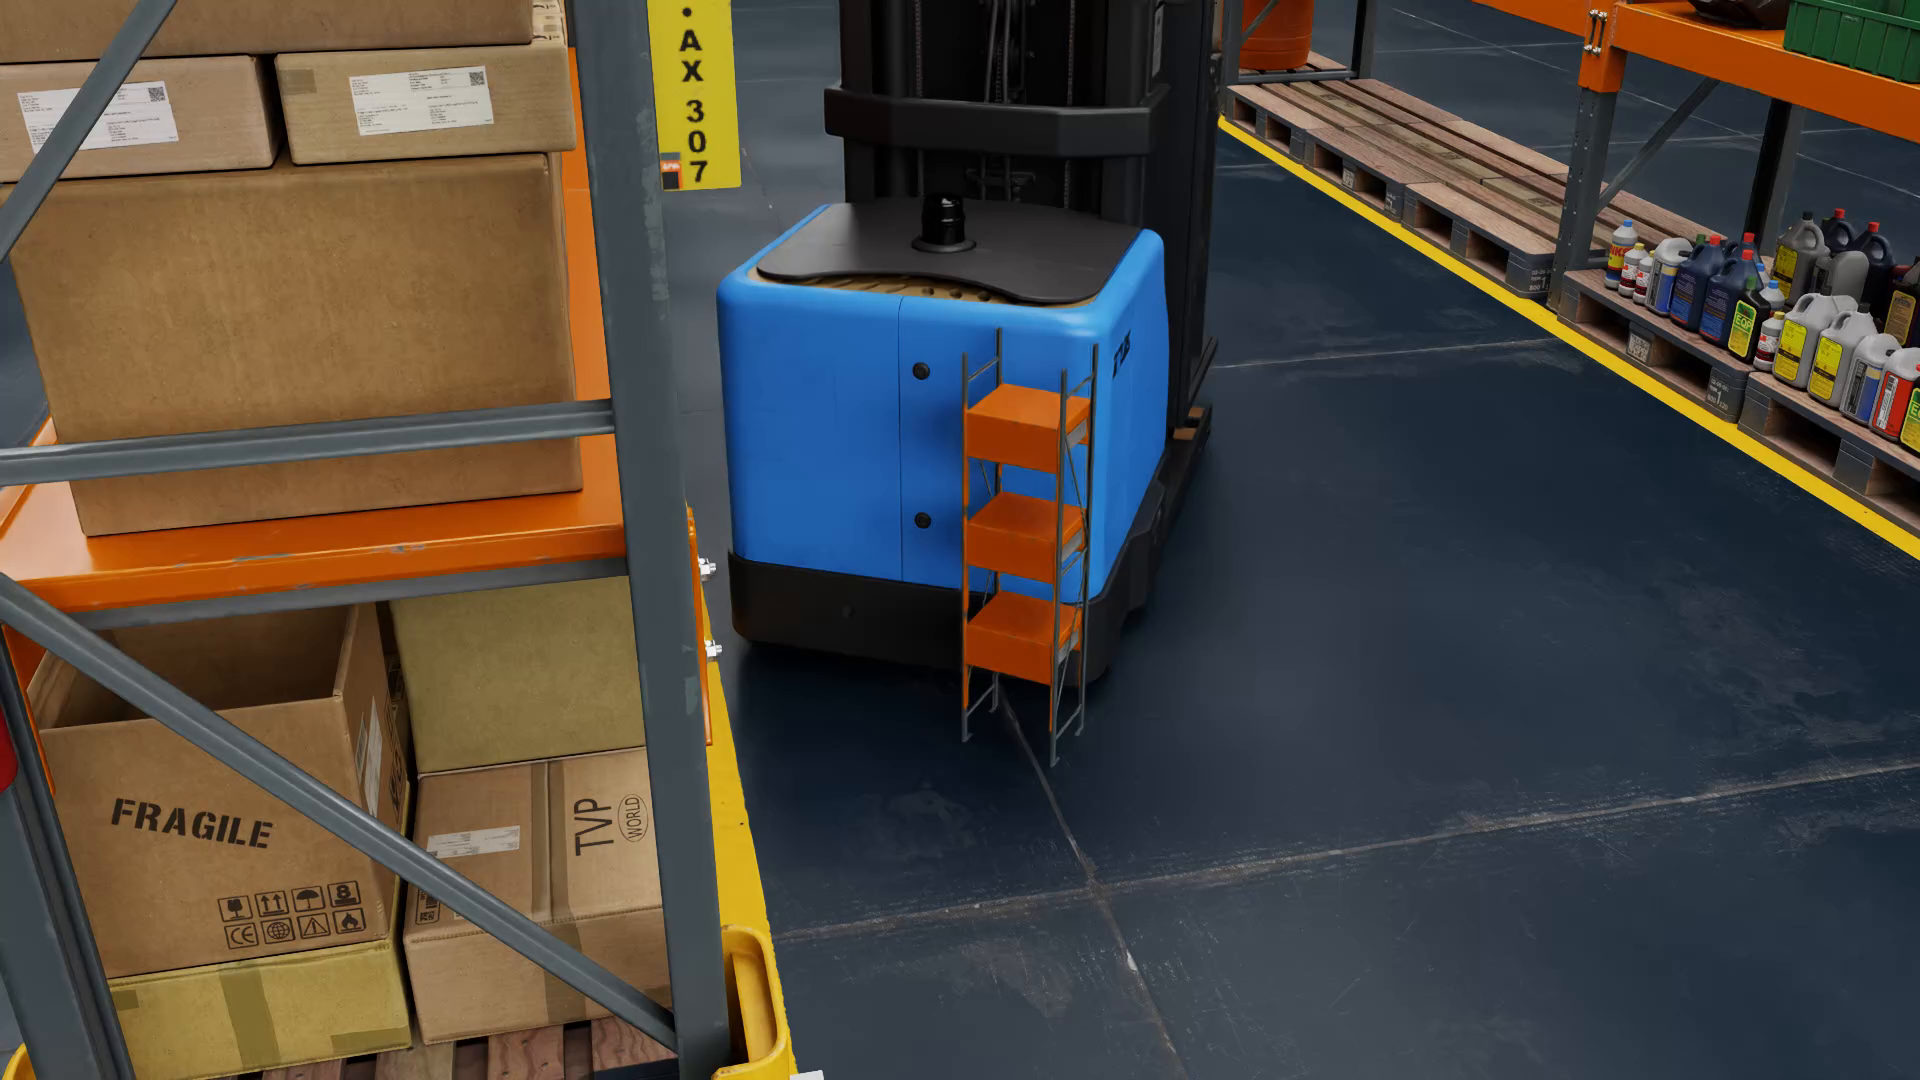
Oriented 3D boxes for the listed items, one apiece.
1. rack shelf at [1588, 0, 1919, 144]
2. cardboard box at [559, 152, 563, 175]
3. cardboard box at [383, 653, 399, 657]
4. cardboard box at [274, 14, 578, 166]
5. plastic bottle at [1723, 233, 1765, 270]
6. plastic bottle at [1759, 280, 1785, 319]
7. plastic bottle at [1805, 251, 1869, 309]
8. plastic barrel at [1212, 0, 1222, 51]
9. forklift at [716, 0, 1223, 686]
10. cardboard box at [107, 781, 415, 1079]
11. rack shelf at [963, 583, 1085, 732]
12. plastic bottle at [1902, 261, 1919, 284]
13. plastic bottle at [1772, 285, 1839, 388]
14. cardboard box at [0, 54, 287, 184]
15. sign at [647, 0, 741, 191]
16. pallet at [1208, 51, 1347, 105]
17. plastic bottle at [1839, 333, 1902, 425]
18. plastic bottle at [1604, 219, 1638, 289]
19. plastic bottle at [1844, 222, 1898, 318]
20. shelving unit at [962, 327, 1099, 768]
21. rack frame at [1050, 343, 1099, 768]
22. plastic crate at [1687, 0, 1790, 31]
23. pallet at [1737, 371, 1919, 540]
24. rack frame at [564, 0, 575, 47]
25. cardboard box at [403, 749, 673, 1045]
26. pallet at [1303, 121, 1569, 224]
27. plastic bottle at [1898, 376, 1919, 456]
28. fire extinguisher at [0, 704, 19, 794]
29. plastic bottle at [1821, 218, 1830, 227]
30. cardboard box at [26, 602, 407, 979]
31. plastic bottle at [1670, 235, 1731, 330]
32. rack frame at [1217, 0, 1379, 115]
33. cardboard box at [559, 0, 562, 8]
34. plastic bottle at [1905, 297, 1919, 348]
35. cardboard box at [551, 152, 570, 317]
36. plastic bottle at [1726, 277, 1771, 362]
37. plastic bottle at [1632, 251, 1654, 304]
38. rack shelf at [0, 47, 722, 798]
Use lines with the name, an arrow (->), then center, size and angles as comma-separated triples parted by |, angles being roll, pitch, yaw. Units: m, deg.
rack shelf -> 3.505, -1.176, 5.050 | 1.077, 0.370, 4.000 | -6, 27, -12
cardboard box -> -1.315, -1.048, 3.887 | 0.700, 0.500, 0.500 | -5, 27, -10
cardboard box -> -1.519, 0.279, 3.954 | 0.500, 0.250, 0.500 | -6, 27, -12
cardboard box -> -0.750, -0.646, 2.371 | 0.380, 0.149, 0.250 | -6, 27, -12
plastic bottle -> 2.972, -1.007, 6.368 | 0.144, 0.351, 0.185 | -6, 27, -12
plastic bottle -> 2.944, -0.814, 6.072 | 0.097, 0.271, 0.097 | 0, 27, 0
plastic bottle -> 3.385, -0.992, 6.421 | 0.152, 0.276, 0.135 | -6, 27, -12
plastic barrel -> 1.811, -3.660, 11.467 | 0.421, 0.512, 0.421 | 0, 27, 0
forklift -> 0.264, -1.572, 5.111 | 1.130, 2.935, 3.031 | 7, 28, 14
cardboard box -> -1.280, 0.717, 3.087 | 0.500, 0.250, 0.500 | -6, 27, -12
rack shelf -> 0.161, 0.290, 4.151 | 0.240, 0.259, 0.215 | 13, 29, 23
plastic bottle -> 3.596, -0.910, 6.175 | 0.144, 0.351, 0.185 | -6, 27, -12
plastic bottle -> 2.970, -0.723, 5.805 | 0.144, 0.351, 0.185 | -6, 27, -12
cardboard box -> -1.143, -0.601, 2.280 | 0.380, 0.149, 0.250 | -6, 27, -12
sign -> -0.329, -0.593, 2.048 | 0.100, 0.325, 0.005 | -6, 27, -12
pallet -> 1.934, -3.228, 11.412 | 1.003, 0.211, 1.213 | -6, 27, -12
plastic bottle -> 3.053, -0.536, 5.517 | 0.152, 0.276, 0.135 | -7, 28, -13
plastic bottle -> 2.699, -1.169, 6.777 | 0.097, 0.271, 0.097 | 0, 27, 0
plastic bottle -> 3.523, -1.051, 6.456 | 0.144, 0.351, 0.185 | -7, 28, -14
shelving unit -> 0.161, 0.032, 4.021 | 0.252, 1.050, 0.215 | 13, 29, 23
rack frame -> 0.270, 0.056, 3.973 | 0.008, 1.050, 0.200 | 13, 29, 23
plastic crate -> 3.048, -2.105, 6.160 | 0.767, 0.338, 0.504 | -6, 27, -12
pallet -> 3.443, -0.295, 5.600 | 1.003, 0.211, 1.213 | -6, 27, -12
rack frame -> -1.773, -1.874, 5.634 | 1.000, 3.000, 0.127 | -6, 27, -12
cardboard box -> -0.775, 0.664, 3.191 | 0.500, 0.250, 0.500 | -6, 27, -12
pallet -> 2.561, -2.008, 8.994 | 1.003, 0.211, 1.213 | -6, 27, -12
plastic bottle -> 3.070, -0.414, 5.268 | 0.061, 0.283, 0.133 | -5, 27, -10
fire extinguisher -> -1.297, 0.016, 1.976 | 0.296, 0.674, 0.183 | -6, 27, -12
plastic bottle -> 3.484, -1.181, 6.788 | 0.061, 0.283, 0.133 | -5, 27, -9
cardboard box -> -1.282, 0.382, 2.917 | 0.500, 0.500, 0.500 | -6, 27, -12
plastic bottle -> 2.832, -0.993, 6.339 | 0.144, 0.351, 0.185 | -5, 27, -10
rack frame -> 2.153, -4.131, 10.106 | 1.000, 3.000, 0.127 | -6, 27, -12
cardboard box -> -0.867, -0.872, 2.817 | 0.380, 0.149, 0.250 | -6, 27, -11
plastic bottle -> 3.525, -0.797, 6.026 | 0.061, 0.283, 0.133 | -6, 27, -12
cardboard box -> -1.087, -0.599, 2.997 | 0.700, 0.500, 0.500 | -5, 27, -10
plastic bottle -> 2.871, -0.803, 6.038 | 0.061, 0.283, 0.133 | -5, 27, -9
plastic bottle -> 2.745, -1.049, 6.616 | 0.097, 0.201, 0.097 | 0, 27, 0
rack shelf -> -1.322, -0.675, 4.056 | 1.077, 0.370, 4.000 | -6, 27, -12
